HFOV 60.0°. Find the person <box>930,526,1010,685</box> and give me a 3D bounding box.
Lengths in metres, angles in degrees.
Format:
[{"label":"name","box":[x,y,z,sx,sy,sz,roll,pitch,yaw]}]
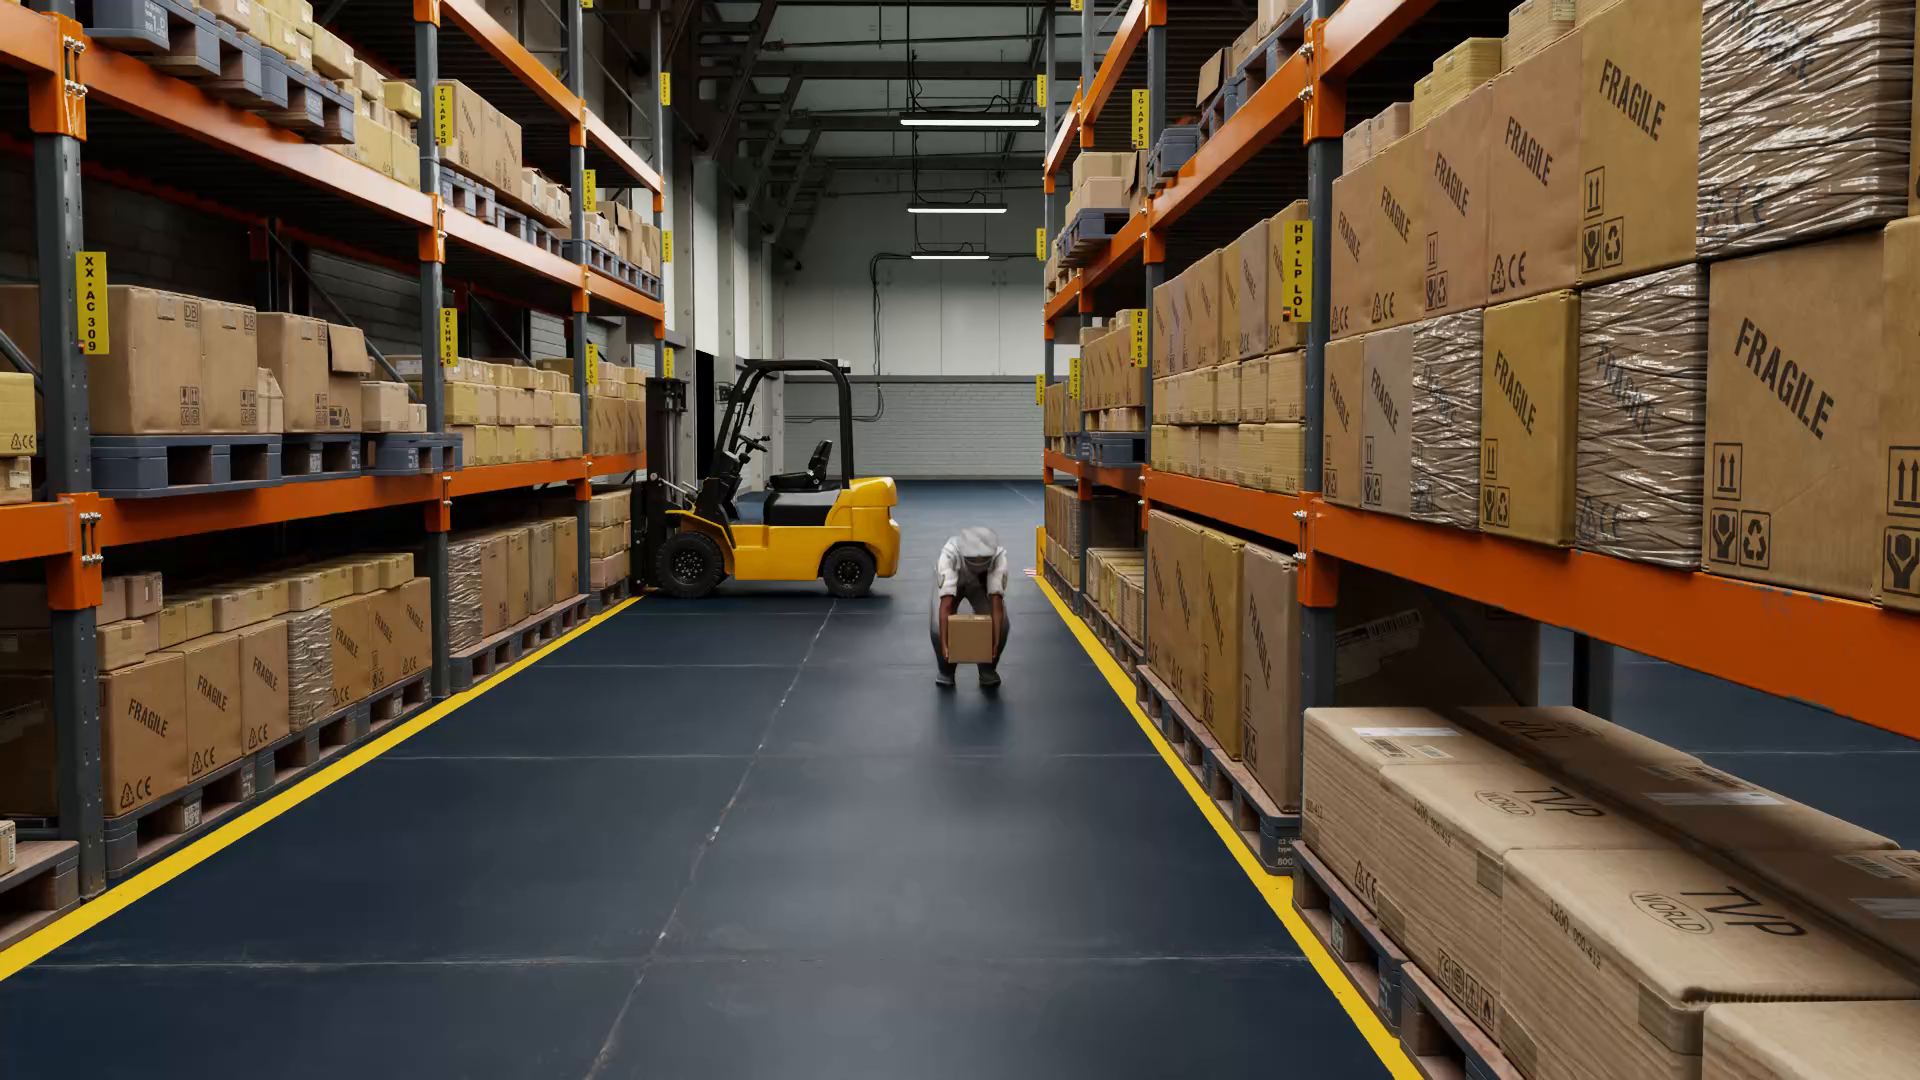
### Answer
[{"label":"person","box":[0.057,0.390,9.860,0.470,0.977,0.912,0,4,-3]}]
